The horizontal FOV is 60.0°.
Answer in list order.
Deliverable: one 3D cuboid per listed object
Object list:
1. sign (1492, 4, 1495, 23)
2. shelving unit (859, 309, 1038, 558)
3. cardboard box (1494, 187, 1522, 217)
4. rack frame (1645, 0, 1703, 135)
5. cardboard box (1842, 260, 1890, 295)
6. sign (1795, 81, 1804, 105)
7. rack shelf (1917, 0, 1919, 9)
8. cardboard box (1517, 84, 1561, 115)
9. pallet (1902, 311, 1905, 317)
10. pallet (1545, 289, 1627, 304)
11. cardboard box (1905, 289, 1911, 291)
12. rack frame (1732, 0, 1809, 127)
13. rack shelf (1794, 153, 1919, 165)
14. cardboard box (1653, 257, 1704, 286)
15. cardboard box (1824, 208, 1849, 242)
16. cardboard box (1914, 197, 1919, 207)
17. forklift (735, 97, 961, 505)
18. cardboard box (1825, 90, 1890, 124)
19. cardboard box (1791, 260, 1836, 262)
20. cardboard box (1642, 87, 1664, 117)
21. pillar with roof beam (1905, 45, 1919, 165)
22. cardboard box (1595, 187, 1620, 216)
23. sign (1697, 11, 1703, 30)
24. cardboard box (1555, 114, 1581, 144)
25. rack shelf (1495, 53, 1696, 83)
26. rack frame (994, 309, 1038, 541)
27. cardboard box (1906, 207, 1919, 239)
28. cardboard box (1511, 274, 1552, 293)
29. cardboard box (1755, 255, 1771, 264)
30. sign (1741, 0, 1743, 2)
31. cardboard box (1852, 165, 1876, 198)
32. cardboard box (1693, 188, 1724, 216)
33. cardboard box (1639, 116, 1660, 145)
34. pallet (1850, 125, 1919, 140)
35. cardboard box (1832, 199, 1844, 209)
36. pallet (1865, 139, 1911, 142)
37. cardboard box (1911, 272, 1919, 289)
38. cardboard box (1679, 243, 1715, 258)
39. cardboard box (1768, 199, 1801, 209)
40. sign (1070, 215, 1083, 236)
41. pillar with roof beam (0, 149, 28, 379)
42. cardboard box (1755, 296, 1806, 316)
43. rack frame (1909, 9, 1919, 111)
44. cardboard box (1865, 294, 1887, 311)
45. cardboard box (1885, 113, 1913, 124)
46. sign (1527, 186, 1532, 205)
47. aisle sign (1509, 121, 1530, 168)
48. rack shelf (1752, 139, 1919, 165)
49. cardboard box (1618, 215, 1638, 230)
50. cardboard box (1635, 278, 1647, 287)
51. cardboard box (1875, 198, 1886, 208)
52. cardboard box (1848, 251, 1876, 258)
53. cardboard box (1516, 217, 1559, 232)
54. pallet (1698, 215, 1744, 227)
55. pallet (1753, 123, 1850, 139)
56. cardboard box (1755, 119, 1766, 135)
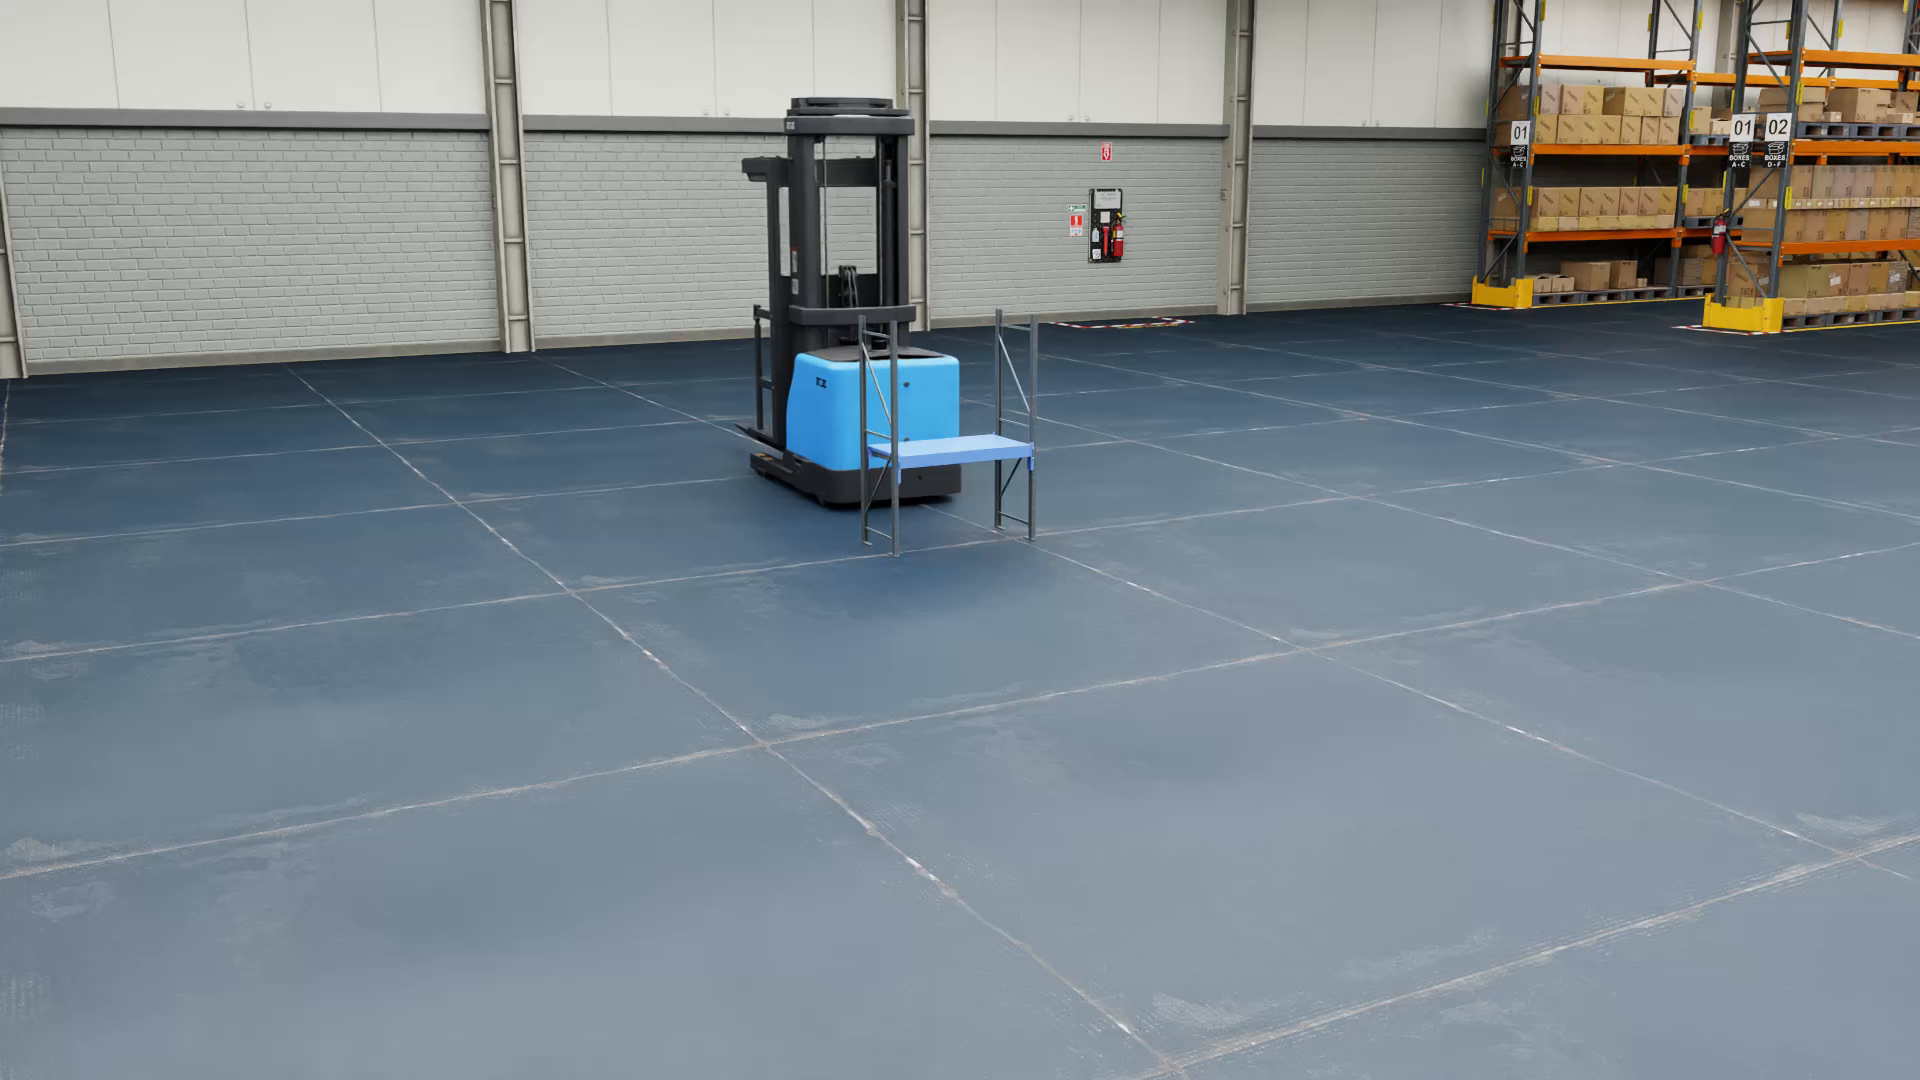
[{"bbox_3d":[9.388,-9.235,29.162,0.005,0.325,0.100,-7,14,-28],"label":"sign"},{"bbox_3d":[-0.075,-0.723,10.905,1.048,1.500,0.538,-7,14,-28],"label":"shelving unit"},{"bbox_3d":[9.948,-6.059,29.790,0.500,0.500,0.500,-7,14,-28],"label":"cardboard box"},{"bbox_3d":[13.147,-9.014,30.667,0.127,3.000,1.000,-7,14,-28],"label":"rack frame"},{"bbox_3d":[14.340,-4.168,26.394,0.500,0.500,0.500,-7,14,-28],"label":"cardboard box"},{"bbox_3d":[12.274,-6.533,24.304,0.005,0.325,0.100,-7,14,-28],"label":"sign"},{"bbox_3d":[18.414,-10.916,33.186,4.000,0.370,1.077,-7,14,-28],"label":"rack shelf"},{"bbox_3d":[10.091,-7.670,28.976,0.500,0.500,0.500,-8,15,-32],"label":"cardboard box"},{"bbox_3d":[16.152,-3.858,27.770,1.213,0.211,1.003,-7,14,-28],"label":"pallet"},{"bbox_3d":[11.503,-4.520,30.714,1.213,0.211,1.003,-7,14,-28],"label":"pallet"},{"bbox_3d":[15.749,-4.096,27.783,0.500,0.250,0.500,-7,14,-28],"label":"cardboard box"},{"bbox_3d":[12.013,-7.639,24.557,0.127,3.000,1.000,-7,14,-28],"label":"rack frame"},{"bbox_3d":[18.414,-7.831,33.880,4.000,0.370,1.077,-7,14,-28],"label":"rack shelf"},{"bbox_3d":[13.786,-5.163,31.910,0.500,0.500,0.700,-6,14,-26],"label":"cardboard box"},{"bbox_3d":[13.326,-4.915,25.889,0.500,0.500,0.700,-7,14,-27],"label":"cardboard box"},{"bbox_3d":[15.170,-5.403,26.579,0.250,0.149,0.380,-7,15,-29],"label":"cardboard box"},{"bbox_3d":[-1.054,-1.965,13.165,1.130,2.935,3.031,-6,14,-24],"label":"forklift"},{"bbox_3d":[14.018,-6.771,26.022,0.637,0.503,0.797,-5,14,-22],"label":"cardboard box"},{"bbox_3d":[13.652,-4.216,26.607,0.500,0.500,0.500,-7,14,-28],"label":"cardboard box"},{"bbox_3d":[12.359,-7.932,30.140,0.500,0.500,0.500,-6,14,-25],"label":"cardboard box"},{"bbox_3d":[22.432,-9.266,31.788,0.400,9.000,9.100,-7,14,-28],"label":"pillar with roof beam"},{"bbox_3d":[11.542,-6.121,30.064,0.500,0.500,0.500,-6,14,-26],"label":"cardboard box"},{"bbox_3d":[13.391,-9.402,30.083,0.005,0.325,0.100,-7,14,-28],"label":"sign"},{"bbox_3d":[10.538,-7.225,29.276,0.500,0.500,0.500,-6,14,-24],"label":"cardboard box"},{"bbox_3d":[11.392,-8.451,29.812,4.000,0.370,1.077,-7,14,-28],"label":"rack shelf"},{"bbox_3d":[0.371,-0.776,11.142,0.032,1.500,0.500,-7,14,-28],"label":"rack frame"},{"bbox_3d":[15.138,-5.134,26.862,0.500,0.500,0.700,-7,15,-29],"label":"cardboard box"},{"bbox_3d":[10.287,-4.625,29.949,0.500,0.311,0.500,-9,15,-34],"label":"cardboard box"},{"bbox_3d":[15.544,-5.386,32.899,0.500,0.500,0.700,-7,14,-28],"label":"cardboard box"},{"bbox_3d":[11.766,-8.239,24.917,0.005,0.325,0.100,-7,14,-28],"label":"sign"},{"bbox_3d":[13.816,-5.608,26.016,0.500,0.500,0.700,-7,14,-28],"label":"cardboard box"},{"bbox_3d":[14.104,-6.455,31.730,0.500,0.500,0.700,-5,14,-22],"label":"cardboard box"},{"bbox_3d":[12.373,-7.458,30.310,0.500,0.500,0.500,-8,15,-33],"label":"cardboard box"},{"bbox_3d":[14.788,-6.458,26.345,1.213,0.211,1.003,-7,14,-28],"label":"pallet"},{"bbox_3d":[13.366,-5.186,25.617,0.250,0.149,0.380,-7,15,-30],"label":"cardboard box"},{"bbox_3d":[19.388,-8.193,34.286,1.217,0.209,0.805,-8,15,-30],"label":"pallet"},{"bbox_3d":[16.006,-4.266,27.260,0.500,0.311,0.500,-7,14,-28],"label":"cardboard box"},{"bbox_3d":[14.170,-5.576,32.037,0.500,0.250,0.500,-7,15,-29],"label":"cardboard box"},{"bbox_3d":[12.461,-5.077,25.133,0.250,0.149,0.380,-7,14,-28],"label":"cardboard box"},{"bbox_3d":[1.848,-5.002,26.423,0.234,0.329,0.001,-7,14,-28],"label":"sign"},{"bbox_3d":[-9.166,-5.479,14.960,0.400,9.000,9.100,-7,14,-28],"label":"pillar with roof beam"},{"bbox_3d":[12.591,-3.589,25.532,0.500,0.250,0.500,-7,14,-28],"label":"cardboard box"},{"bbox_3d":[20.169,-9.856,34.407,0.127,3.000,1.000,-7,14,-28],"label":"rack frame"},{"bbox_3d":[14.347,-3.799,26.466,0.500,0.250,0.500,-7,14,-28],"label":"cardboard box"},{"bbox_3d":[14.596,-6.567,25.924,0.250,0.149,0.380,-7,14,-28],"label":"cardboard box"},{"bbox_3d":[9.897,-5.984,28.896,0.005,0.325,0.100,-7,14,-28],"label":"sign"},{"bbox_3d":[9.717,-6.869,28.880,0.004,0.787,0.394,-7,14,-28],"label":"aisle sign"},{"bbox_3d":[13.769,-6.035,25.900,4.000,0.370,1.077,-7,14,-28],"label":"rack shelf"},{"bbox_3d":[12.002,-5.809,30.385,0.500,0.250,0.500,-7,14,-28],"label":"cardboard box"},{"bbox_3d":[12.692,-4.858,31.313,0.250,0.166,0.380,-9,16,-35],"label":"cardboard box"},{"bbox_3d":[14.273,-5.295,26.101,0.250,0.149,0.380,-6,14,-26],"label":"cardboard box"},{"bbox_3d":[18.139,-5.807,34.021,0.750,0.750,0.750,-7,14,-28],"label":"cardboard box"},{"bbox_3d":[10.217,-5.593,29.426,0.500,0.250,0.500,-7,15,-29],"label":"cardboard box"},{"bbox_3d":[14.940,-6.198,32.256,1.213,0.211,1.003,-7,14,-28],"label":"pallet"},{"bbox_3d":[12.646,-6.202,25.205,1.213,0.211,1.003,-7,14,-28],"label":"pallet"},{"bbox_3d":[15.476,-7.913,32.326,0.637,0.503,0.797,-5,14,-20],"label":"cardboard box"}]
